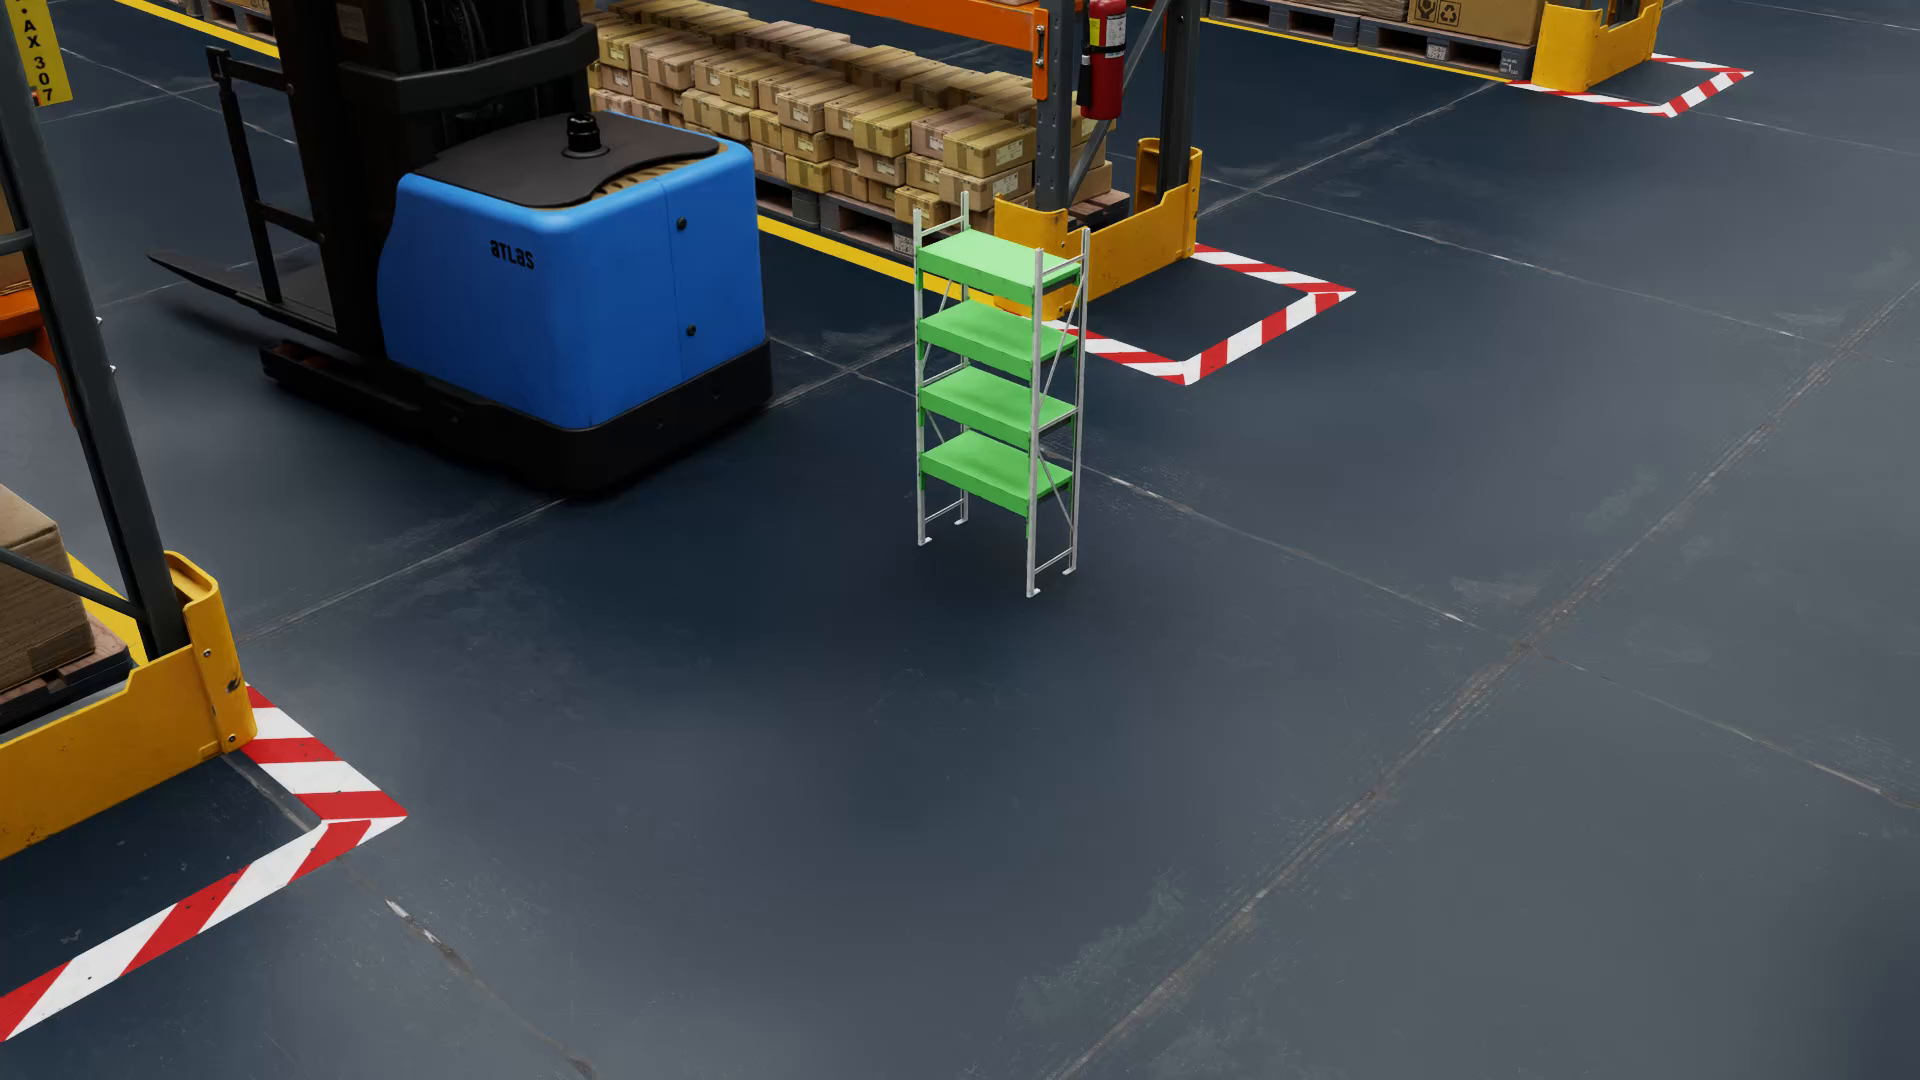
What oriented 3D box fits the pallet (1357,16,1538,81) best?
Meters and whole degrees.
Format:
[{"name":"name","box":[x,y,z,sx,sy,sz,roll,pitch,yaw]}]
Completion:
[{"name":"pallet","box":[3.459,-3.408,11.206,1.213,0.211,1.003,25,39,35]}]

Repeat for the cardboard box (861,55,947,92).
[{"name":"cardboard box","box":[-0.284,-2.358,8.539,0.250,0.149,0.380,27,40,37]}]

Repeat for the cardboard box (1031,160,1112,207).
[{"name":"cardboard box","box":[0.527,-1.756,8.116,0.250,0.149,0.380,26,40,36]}]

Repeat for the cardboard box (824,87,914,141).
[{"name":"cardboard box","box":[-0.436,-2.057,8.039,0.250,0.149,0.380,23,38,33]}]

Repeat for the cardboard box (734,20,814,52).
[{"name":"cardboard box","box":[-1.018,-2.733,9.162,0.250,0.149,0.380,23,38,33]}]

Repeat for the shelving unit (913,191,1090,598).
[{"name":"shelving unit","box":[0.123,-0.457,5.345,0.503,1.200,0.258,25,39,35]}]

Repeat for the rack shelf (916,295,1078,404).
[{"name":"rack shelf","box":[0.123,-0.608,5.255,0.480,0.148,0.258,25,39,35]}]

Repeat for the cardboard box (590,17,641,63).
[{"name":"cardboard box","box":[-1.984,-2.775,9.232,0.380,0.149,0.250,-27,40,-37]}]

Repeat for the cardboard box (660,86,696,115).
[{"name":"cardboard box","box":[-1.372,-2.394,8.887,0.250,0.149,0.380,27,40,37]}]

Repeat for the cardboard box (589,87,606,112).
[{"name":"cardboard box","box":[-2.013,-2.496,9.344,0.250,0.149,0.380,26,40,36]}]

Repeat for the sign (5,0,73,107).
[{"name":"sign","box":[-2.169,-1.181,3.887,0.005,0.325,0.100,25,39,35]}]

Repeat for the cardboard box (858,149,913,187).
[{"name":"cardboard box","box":[-0.268,-1.833,7.954,0.250,0.149,0.380,23,38,33]}]

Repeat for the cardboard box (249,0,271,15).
[{"name":"cardboard box","box":[-4.502,-3.857,11.264,0.500,0.500,0.500,26,39,36]}]

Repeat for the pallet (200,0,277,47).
[{"name":"pallet","box":[-4.652,-3.797,11.852,1.213,0.211,1.003,25,39,35]}]

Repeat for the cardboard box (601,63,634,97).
[{"name":"cardboard box","box":[-1.758,-2.593,9.217,0.250,0.149,0.380,25,39,35]}]

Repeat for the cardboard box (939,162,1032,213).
[{"name":"cardboard box","box":[0.118,-1.653,7.657,0.250,0.149,0.380,24,38,34]}]

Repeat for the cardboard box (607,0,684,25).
[{"name":"cardboard box","box":[-1.826,-3.068,9.718,0.250,0.149,0.380,26,40,36]}]

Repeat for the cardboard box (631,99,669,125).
[{"name":"cardboard box","box":[-1.572,-2.361,9.120,0.250,0.149,0.380,24,39,34]}]

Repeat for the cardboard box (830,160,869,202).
[{"name":"cardboard box","box":[-0.418,-1.810,8.205,0.250,0.149,0.380,25,39,36]}]

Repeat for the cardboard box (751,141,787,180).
[{"name":"cardboard box","box":[-0.838,-1.977,8.482,0.250,0.149,0.380,26,40,36]}]

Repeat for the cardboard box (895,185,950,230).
[{"name":"cardboard box","box":[-0.088,-1.605,7.865,0.250,0.149,0.380,26,40,36]}]

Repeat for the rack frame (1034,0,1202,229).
[{"name":"rack frame","box":[0.701,-2.494,6.984,0.127,3.000,1.000,25,39,35]}]

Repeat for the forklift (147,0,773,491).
[{"name":"forklift","box":[-2.227,-2.025,6.272,3.031,2.935,1.130,21,37,30]}]

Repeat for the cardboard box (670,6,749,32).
[{"name":"cardboard box","box":[-1.421,-2.911,9.458,0.250,0.149,0.380,25,39,35]}]

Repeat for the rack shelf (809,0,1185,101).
[{"name":"rack shelf","box":[-0.782,-2.878,8.320,4.000,0.370,1.077,25,39,35]}]

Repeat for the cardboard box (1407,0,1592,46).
[{"name":"cardboard box","box":[3.576,-3.816,10.834,0.875,0.875,0.875,25,39,35]}]

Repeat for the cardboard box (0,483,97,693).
[{"name":"cardboard box","box":[-3.102,0.162,4.650,0.875,0.438,0.875,24,38,34]}]

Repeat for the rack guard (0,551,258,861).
[{"name":"rack guard","box":[-2.528,0.513,4.413,0.348,0.500,1.175,25,39,35]}]

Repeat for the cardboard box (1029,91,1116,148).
[{"name":"cardboard box","box":[0.540,-2.018,7.975,0.250,0.149,0.380,23,38,33]}]

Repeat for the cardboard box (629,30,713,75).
[{"name":"cardboard box","box":[-1.555,-2.625,8.982,0.250,0.149,0.380,24,38,34]}]

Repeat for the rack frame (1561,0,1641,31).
[{"name":"rack frame","box":[4.104,-4.356,10.077,0.127,3.000,1.000,25,39,35]}]

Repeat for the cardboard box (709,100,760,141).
[{"name":"cardboard box","box":[-1.061,-2.187,8.544,0.250,0.149,0.380,25,39,36]}]

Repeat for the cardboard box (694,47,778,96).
[{"name":"cardboard box","box":[-1.163,-2.443,8.680,0.250,0.149,0.380,23,38,33]}]

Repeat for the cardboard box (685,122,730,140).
[{"name":"cardboard box","box":[-1.221,-2.154,8.777,0.250,0.149,0.380,24,38,34]}]

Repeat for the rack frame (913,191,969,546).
[{"name":"rack frame","box":[-0.058,-0.541,5.486,0.015,1.200,0.240,25,39,35]}]

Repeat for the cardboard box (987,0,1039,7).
[{"name":"cardboard box","box":[0.270,-2.391,7.057,0.250,0.149,0.380,25,39,35]}]

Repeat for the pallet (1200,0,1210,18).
[{"name":"pallet","box":[1.650,-4.252,12.609,1.213,0.211,1.003,25,39,35]}]

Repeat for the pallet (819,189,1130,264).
[{"name":"pallet","box":[0.066,-1.620,8.237,1.213,0.211,1.003,25,39,35]}]

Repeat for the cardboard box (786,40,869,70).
[{"name":"cardboard box","box":[-0.699,-2.517,8.803,0.250,0.149,0.380,25,39,35]}]

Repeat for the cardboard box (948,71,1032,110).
[{"name":"cardboard box","box":[0.154,-2.204,8.283,0.250,0.149,0.380,25,39,35]}]

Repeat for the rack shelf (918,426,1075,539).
[{"name":"rack shelf","box":[0.123,-0.196,5.502,0.480,0.148,0.258,25,39,35]}]

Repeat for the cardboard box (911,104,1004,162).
[{"name":"cardboard box","box":[-0.009,-1.902,7.782,0.250,0.149,0.380,26,40,36]}]

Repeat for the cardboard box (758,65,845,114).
[{"name":"cardboard box","box":[-0.794,-2.263,8.380,0.250,0.149,0.380,24,38,34]}]

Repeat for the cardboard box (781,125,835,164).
[{"name":"cardboard box","box":[-0.661,-2.007,8.244,0.250,0.149,0.380,26,39,36]}]
